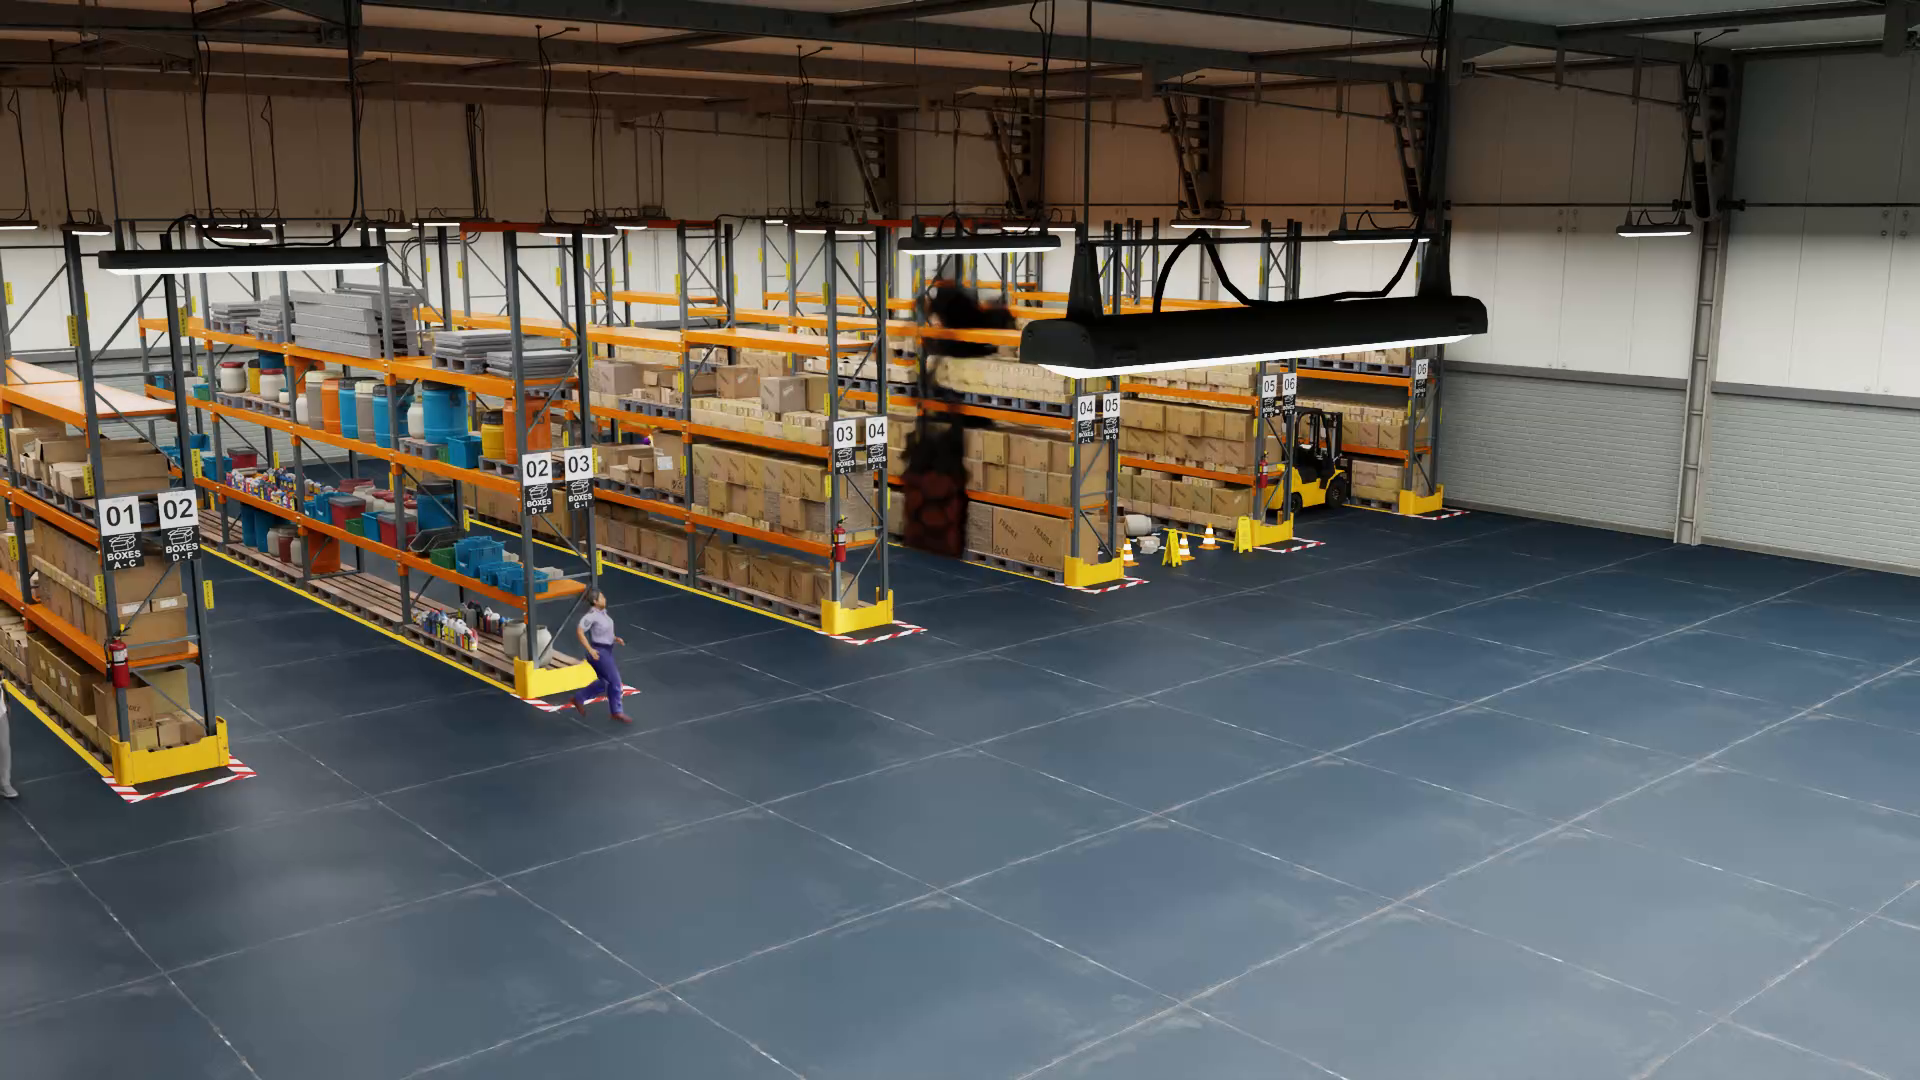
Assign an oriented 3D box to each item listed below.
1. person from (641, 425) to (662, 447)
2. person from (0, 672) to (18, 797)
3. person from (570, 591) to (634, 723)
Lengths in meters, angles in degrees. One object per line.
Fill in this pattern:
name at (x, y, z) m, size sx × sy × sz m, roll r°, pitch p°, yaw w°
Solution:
person at (-6.522, -1.655, 35.727) m, size 0.700 × 1.747 × 0.796 m, roll -10°, pitch 15°, yaw -41°
person at (-10.564, 1.926, 18.038) m, size 0.858 × 1.665 × 0.561 m, roll 9°, pitch 14°, yaw 36°
person at (-4.471, 1.439, 20.699) m, size 0.806 × 1.638 × 0.637 m, roll 0°, pitch 11°, yaw 1°
